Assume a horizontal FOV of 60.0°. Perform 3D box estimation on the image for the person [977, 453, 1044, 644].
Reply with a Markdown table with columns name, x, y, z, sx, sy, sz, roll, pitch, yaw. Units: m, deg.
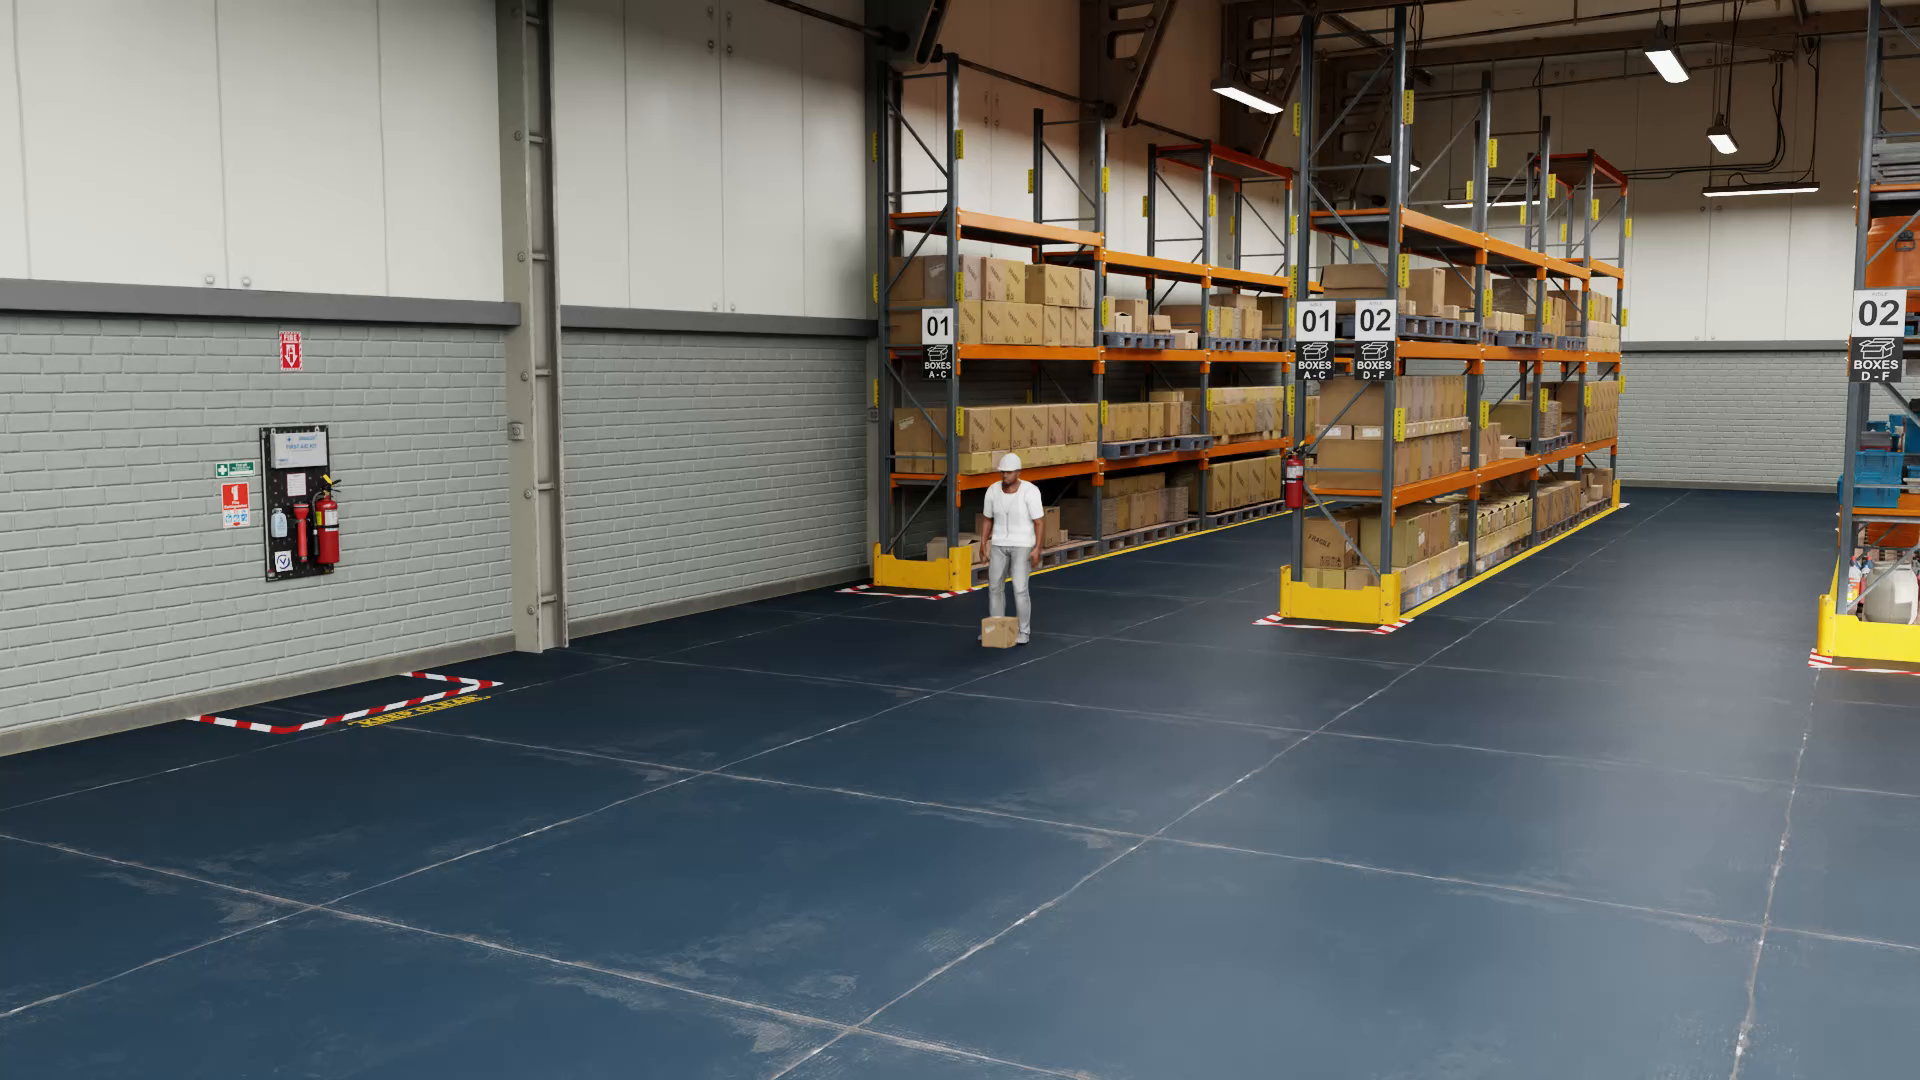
| name | x | y | z | sx | sy | sz | roll | pitch | yaw |
| --- | --- | --- | --- | --- | --- | --- | --- | --- | --- |
| person | 0.467 | 0.072 | 15.360 | 0.618 | 1.760 | 0.460 | 3 | 7 | 26 |
